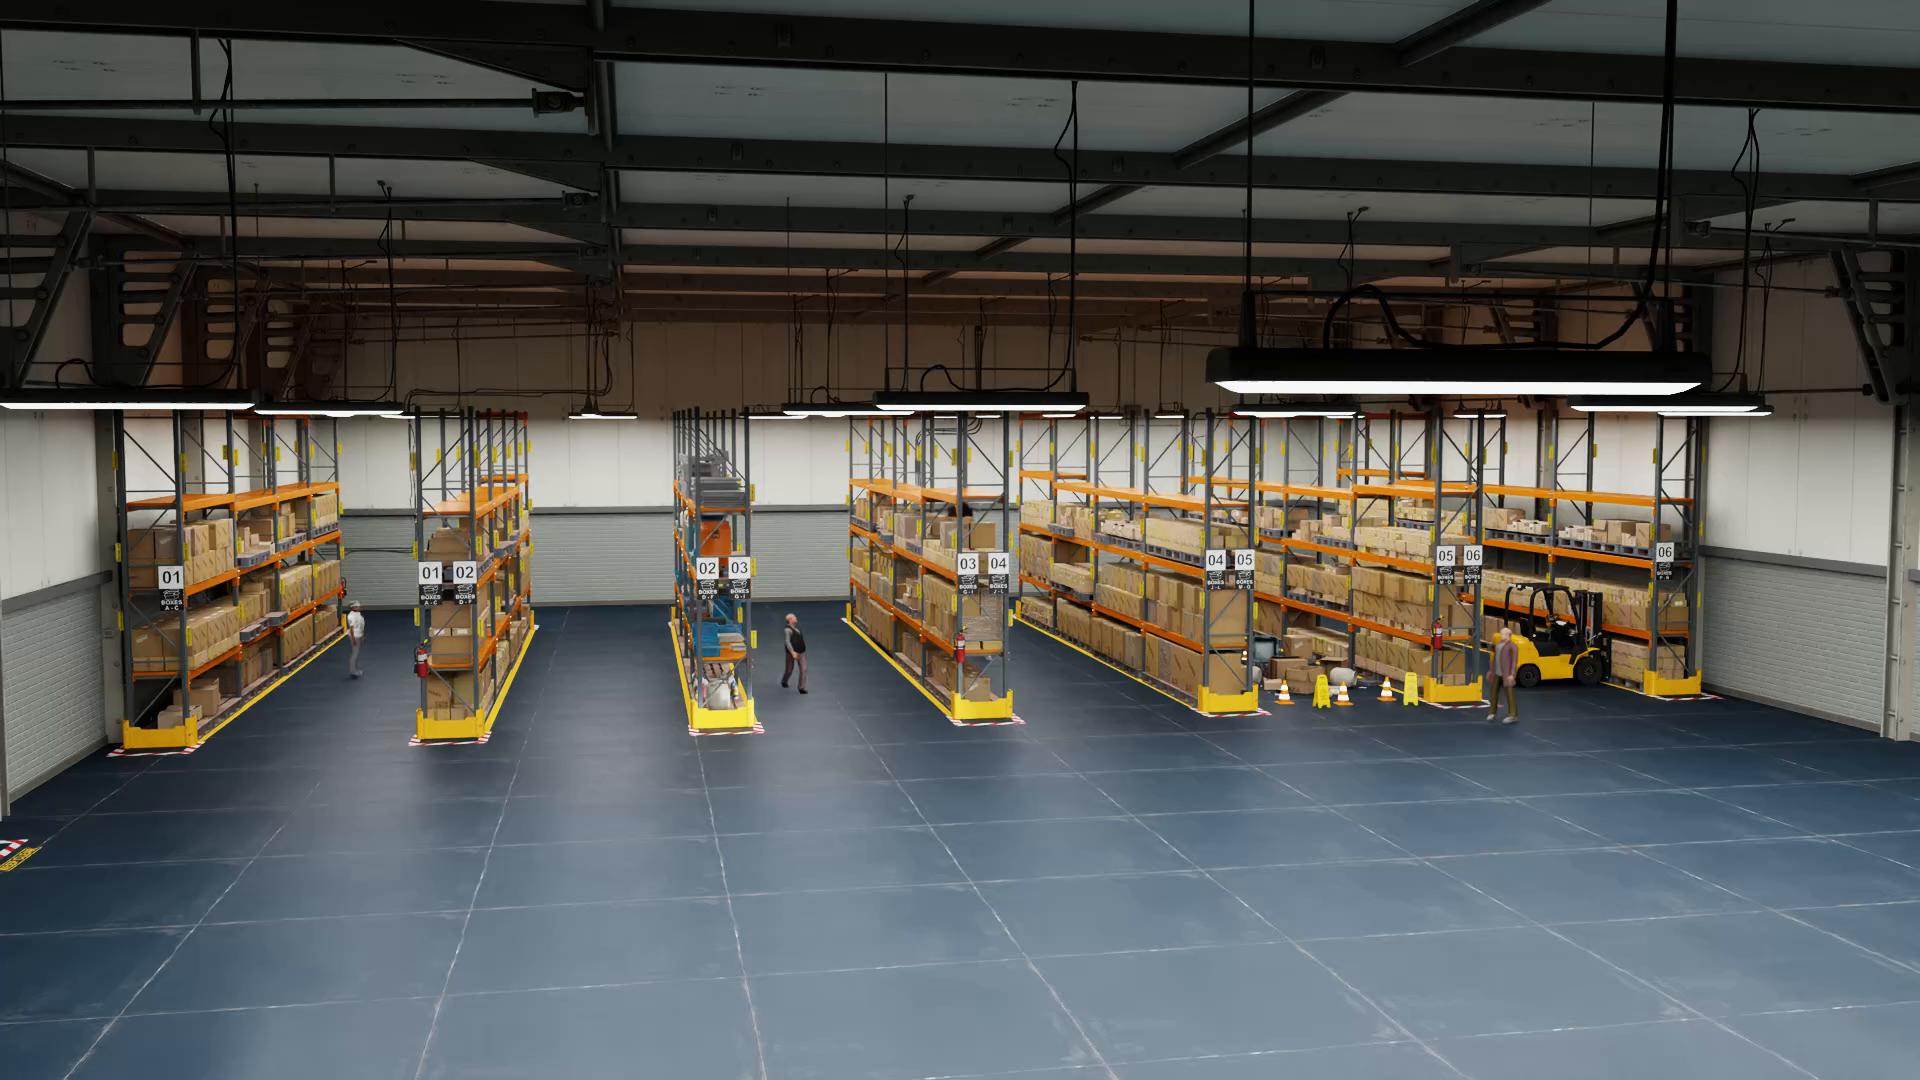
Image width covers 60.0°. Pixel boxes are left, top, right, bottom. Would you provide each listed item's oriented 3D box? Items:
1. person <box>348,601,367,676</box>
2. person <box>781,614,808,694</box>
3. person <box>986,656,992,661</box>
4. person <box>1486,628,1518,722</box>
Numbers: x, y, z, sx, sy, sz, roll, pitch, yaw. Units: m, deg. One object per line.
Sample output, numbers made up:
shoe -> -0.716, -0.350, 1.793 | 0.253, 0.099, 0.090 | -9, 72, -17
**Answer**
person -> -13.640, 2.224, 37.655 | 0.392, 1.723, 0.469 | -1, 4, -11
person -> -3.509, 2.392, 35.116 | 0.502, 1.667, 0.941 | -2, 5, -26
person -> 0.610, 2.100, 39.983 | 0.536, 1.549, 0.827 | -1, 4, -14
person -> 10.339, 2.569, 31.789 | 0.498, 1.774, 0.628 | -4, 6, -43
